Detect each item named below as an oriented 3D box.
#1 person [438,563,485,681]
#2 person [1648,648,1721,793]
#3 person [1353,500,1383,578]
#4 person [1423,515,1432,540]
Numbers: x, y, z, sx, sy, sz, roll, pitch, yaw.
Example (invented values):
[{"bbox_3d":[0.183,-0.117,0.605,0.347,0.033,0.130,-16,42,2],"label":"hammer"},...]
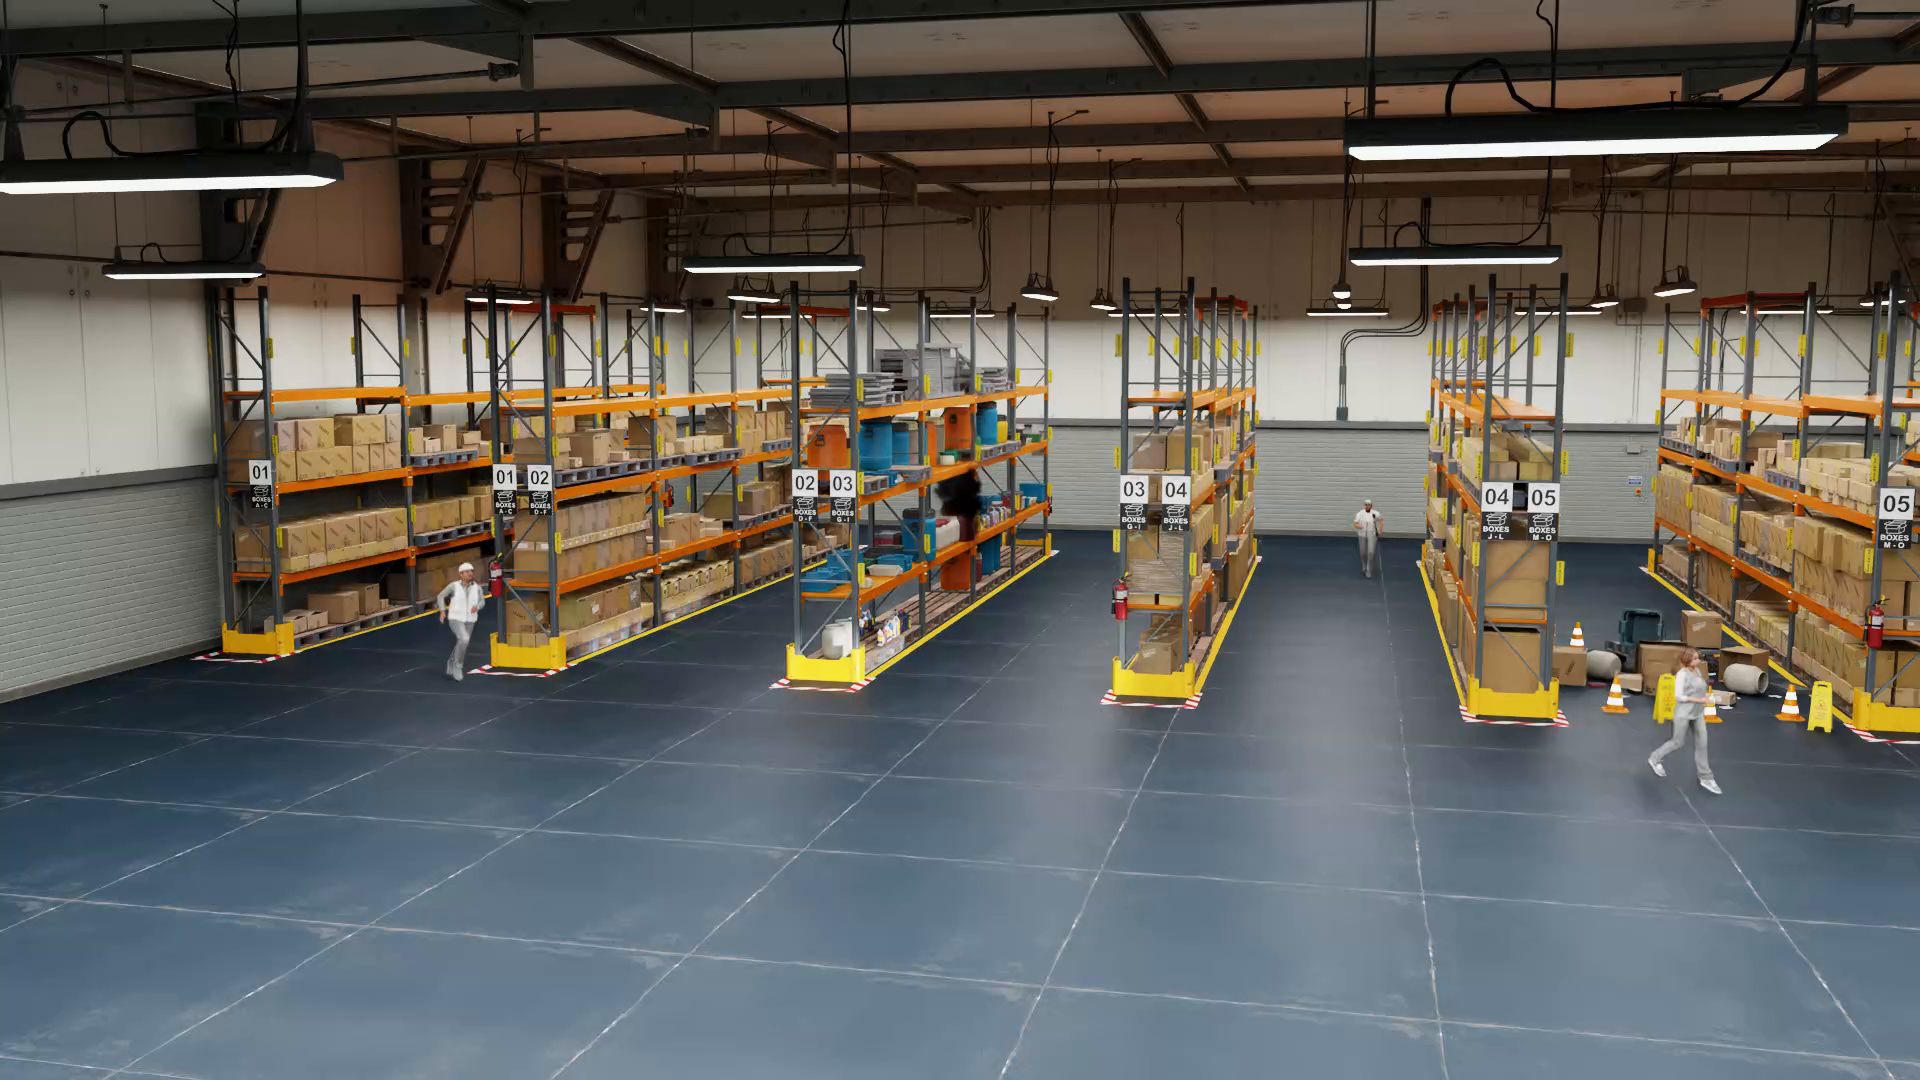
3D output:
[{"bbox_3d":[-7.549,1.220,25.340,0.641,1.732,0.700,-6,9,-41],"label":"person"},{"bbox_3d":[8.282,2.017,18.941,0.535,1.595,0.893,-4,8,-30],"label":"person"},{"bbox_3d":[9.027,-0.041,36.820,0.620,1.711,0.849,3,7,21],"label":"person"},{"bbox_3d":[11.396,-0.409,39.651,0.649,1.738,0.748,0,7,-3],"label":"person"}]
